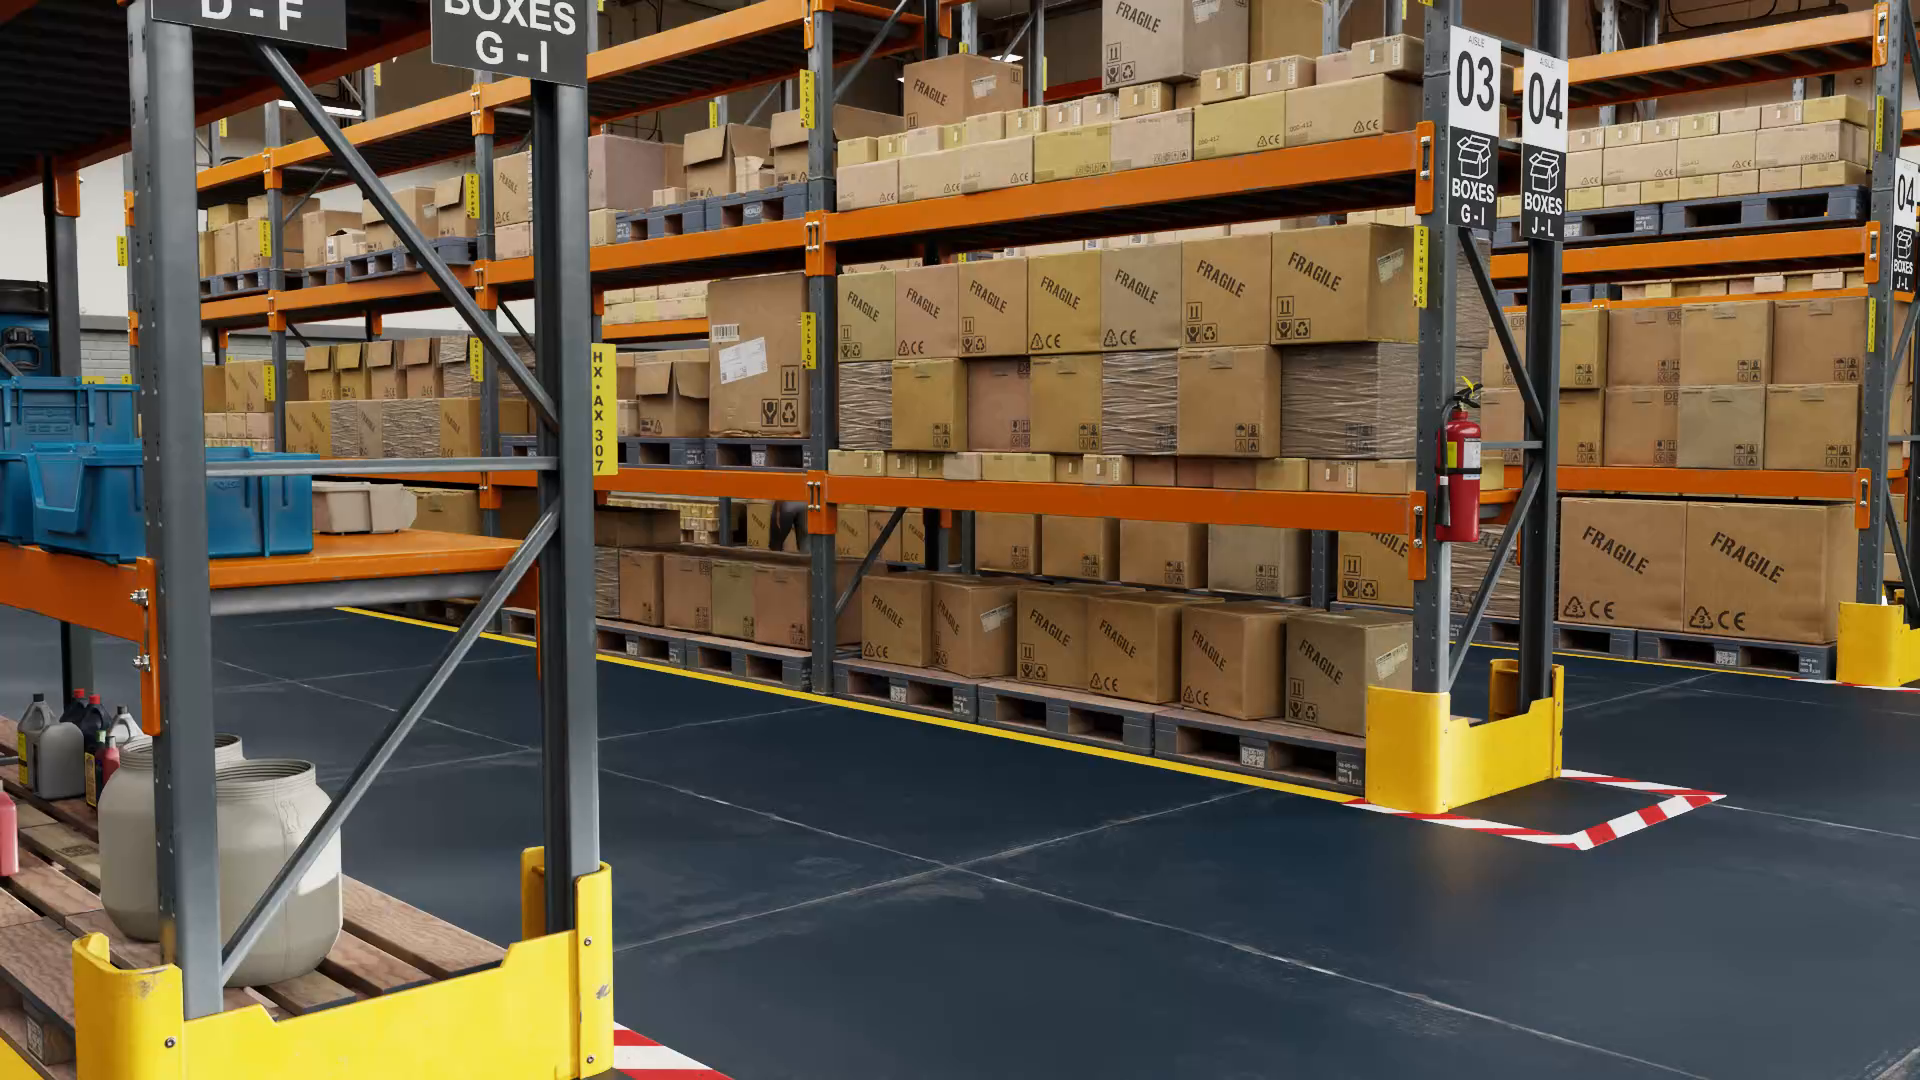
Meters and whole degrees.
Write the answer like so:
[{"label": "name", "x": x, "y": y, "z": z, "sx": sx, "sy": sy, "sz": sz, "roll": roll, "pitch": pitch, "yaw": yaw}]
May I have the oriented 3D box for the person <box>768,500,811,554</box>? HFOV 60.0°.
[{"label": "person", "x": -1.510, "y": -0.290, "z": 15.013, "sx": 0.466, "sy": 1.596, "sz": 1.002, "roll": -2, "pitch": 4, "yaw": -25}]
